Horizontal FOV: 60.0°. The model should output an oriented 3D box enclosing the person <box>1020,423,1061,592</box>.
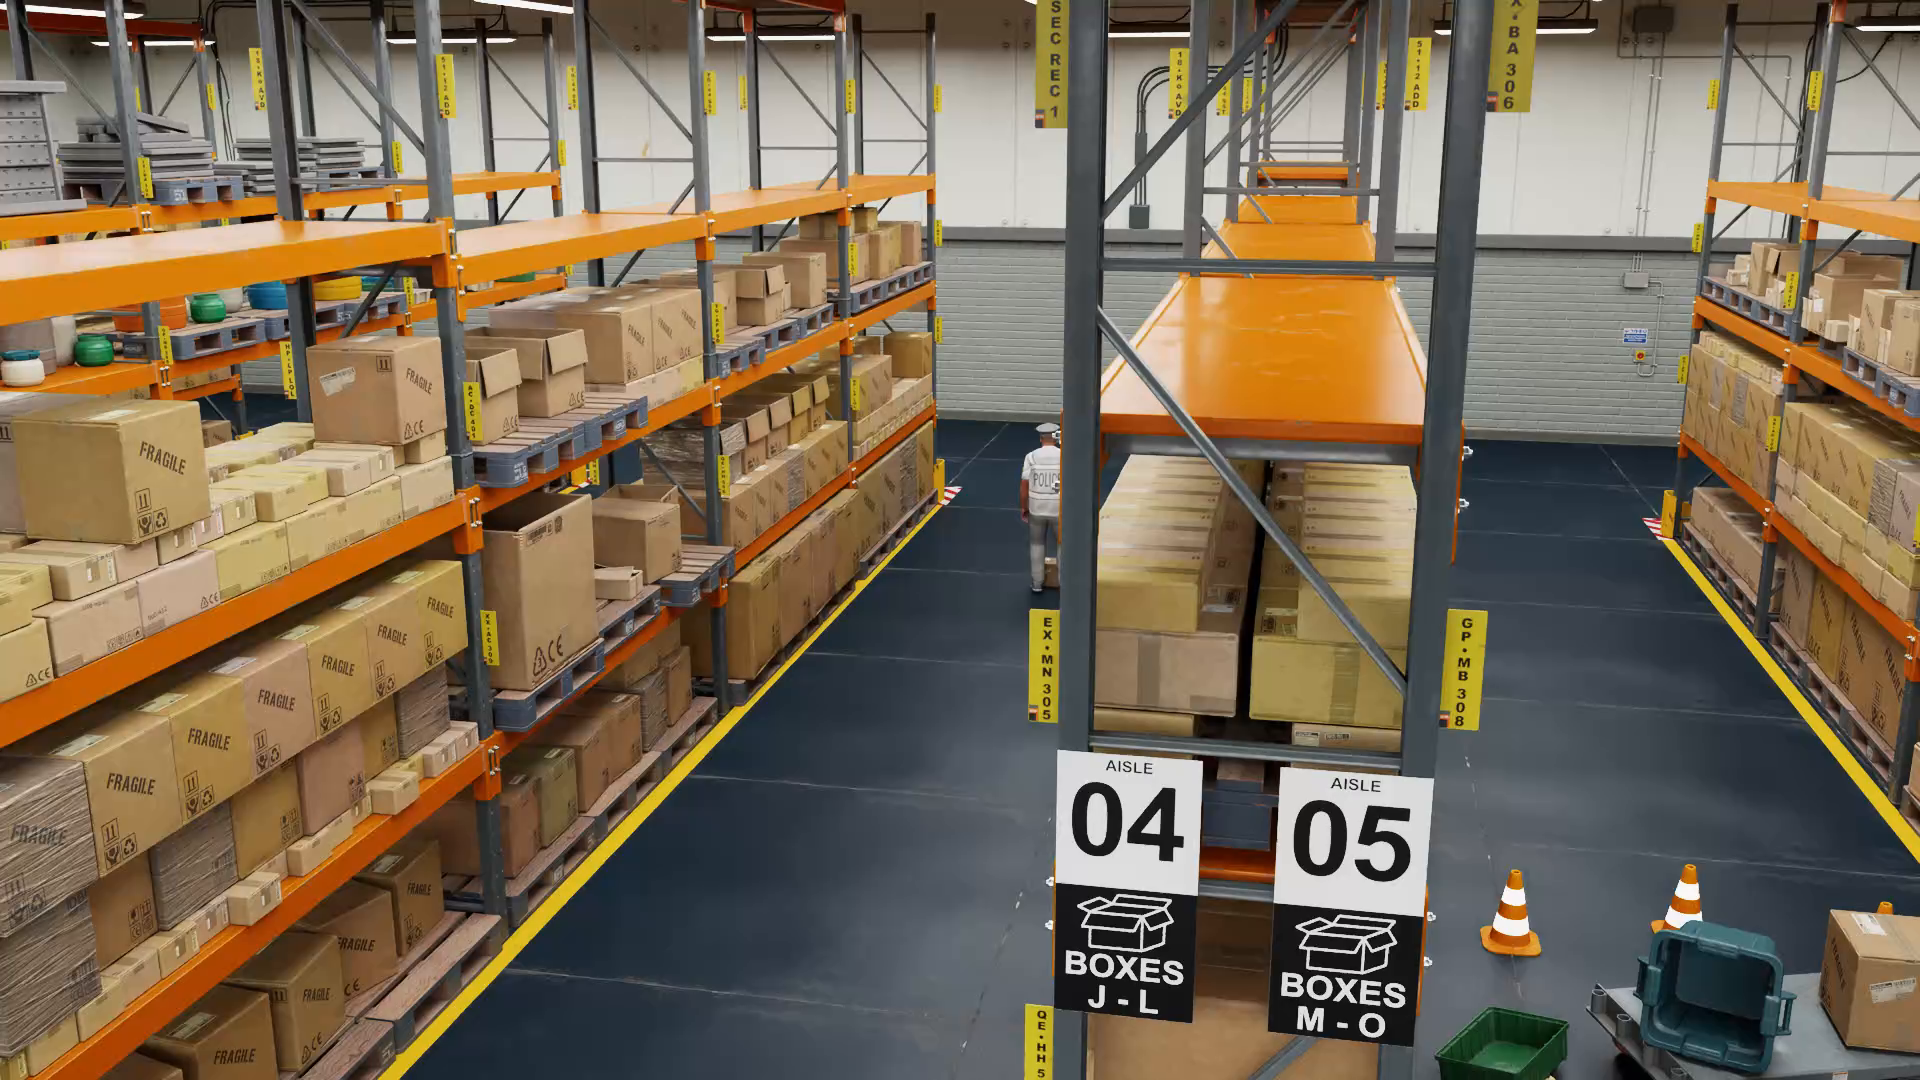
[{"bbox_3d":[0.925,-0.316,17.213,0.606,1.748,0.435,2,15,8],"label":"person"}]
